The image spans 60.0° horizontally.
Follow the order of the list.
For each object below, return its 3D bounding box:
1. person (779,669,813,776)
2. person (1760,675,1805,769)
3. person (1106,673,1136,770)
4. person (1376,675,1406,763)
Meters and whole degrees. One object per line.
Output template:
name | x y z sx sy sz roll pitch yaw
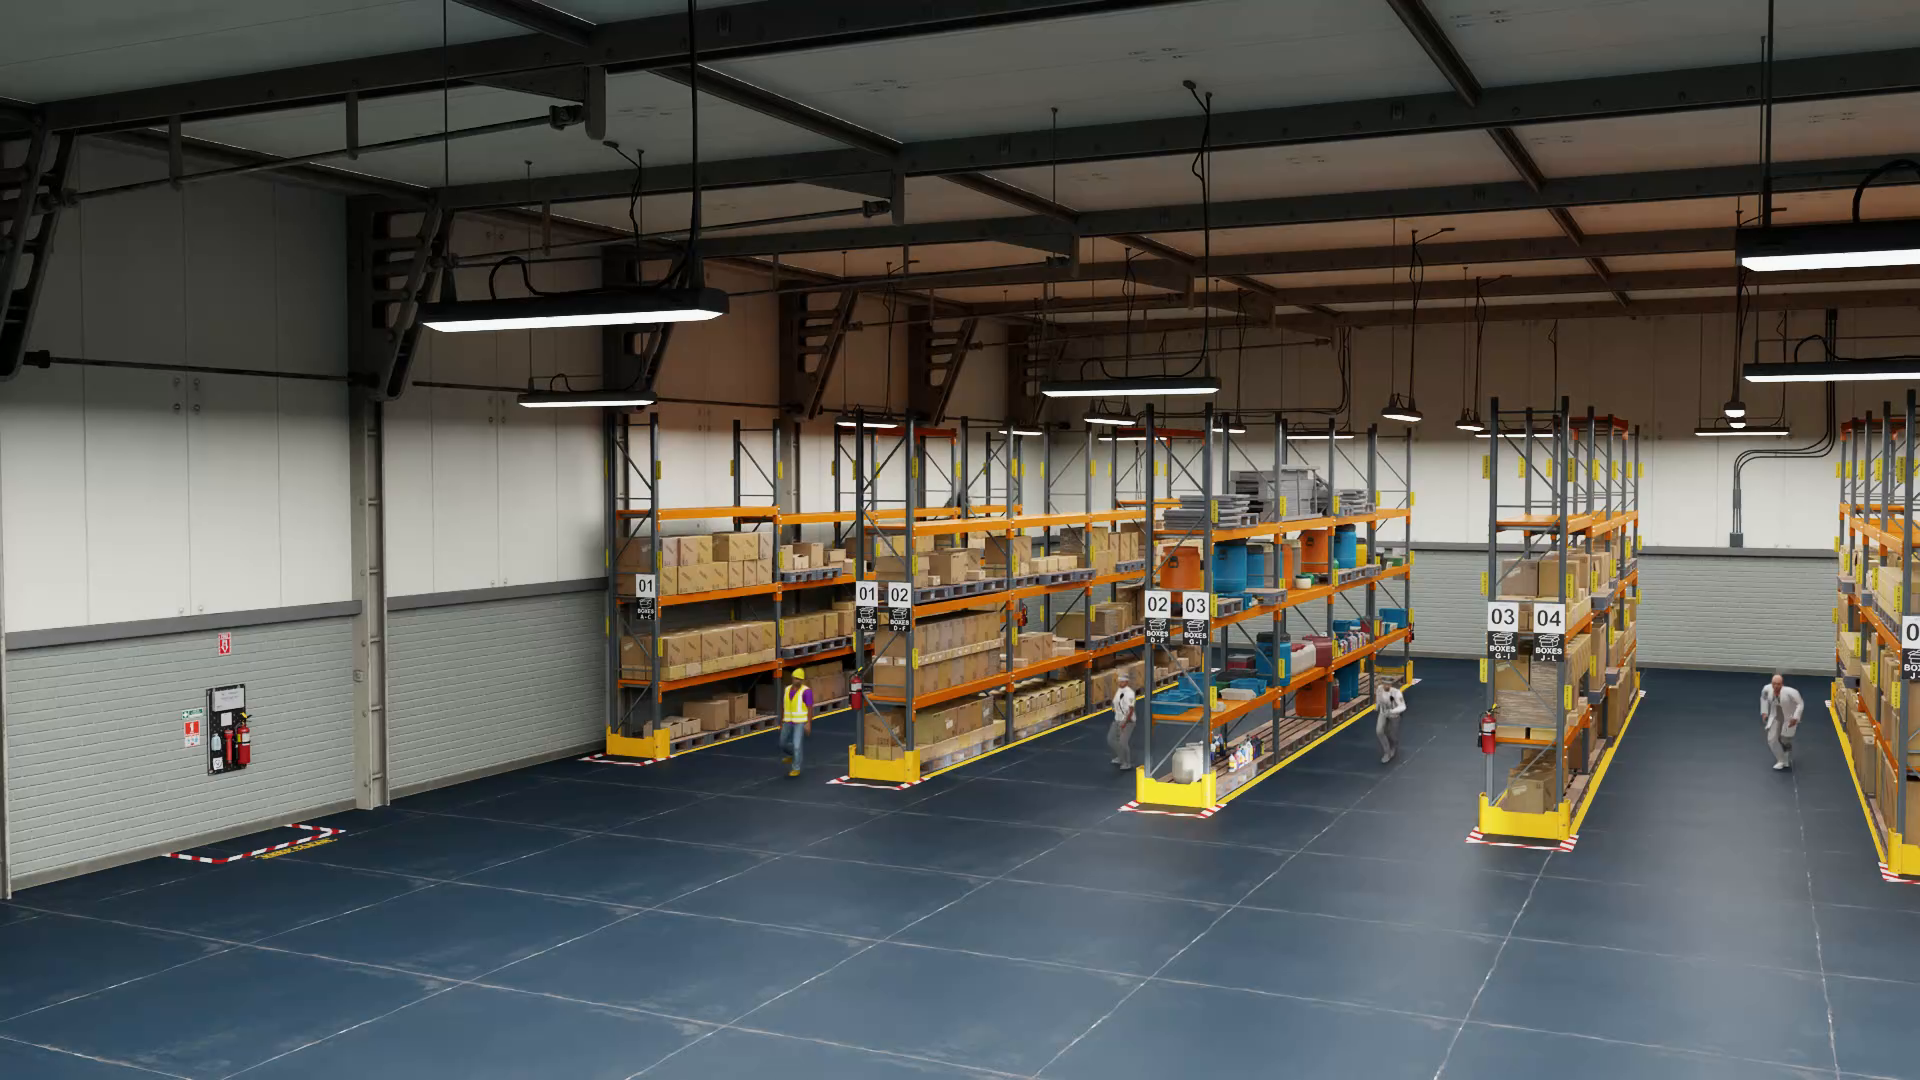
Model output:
person | -2.711 2.967 27.267 0.773 1.733 0.640 1 3 25
person | 13.853 3.032 27.942 0.711 1.603 1.050 2 3 41
person | 2.719 3.038 27.803 0.452 1.676 0.701 -1 3 -27
person | 7.407 3.035 28.569 0.610 1.494 1.048 1 3 29
